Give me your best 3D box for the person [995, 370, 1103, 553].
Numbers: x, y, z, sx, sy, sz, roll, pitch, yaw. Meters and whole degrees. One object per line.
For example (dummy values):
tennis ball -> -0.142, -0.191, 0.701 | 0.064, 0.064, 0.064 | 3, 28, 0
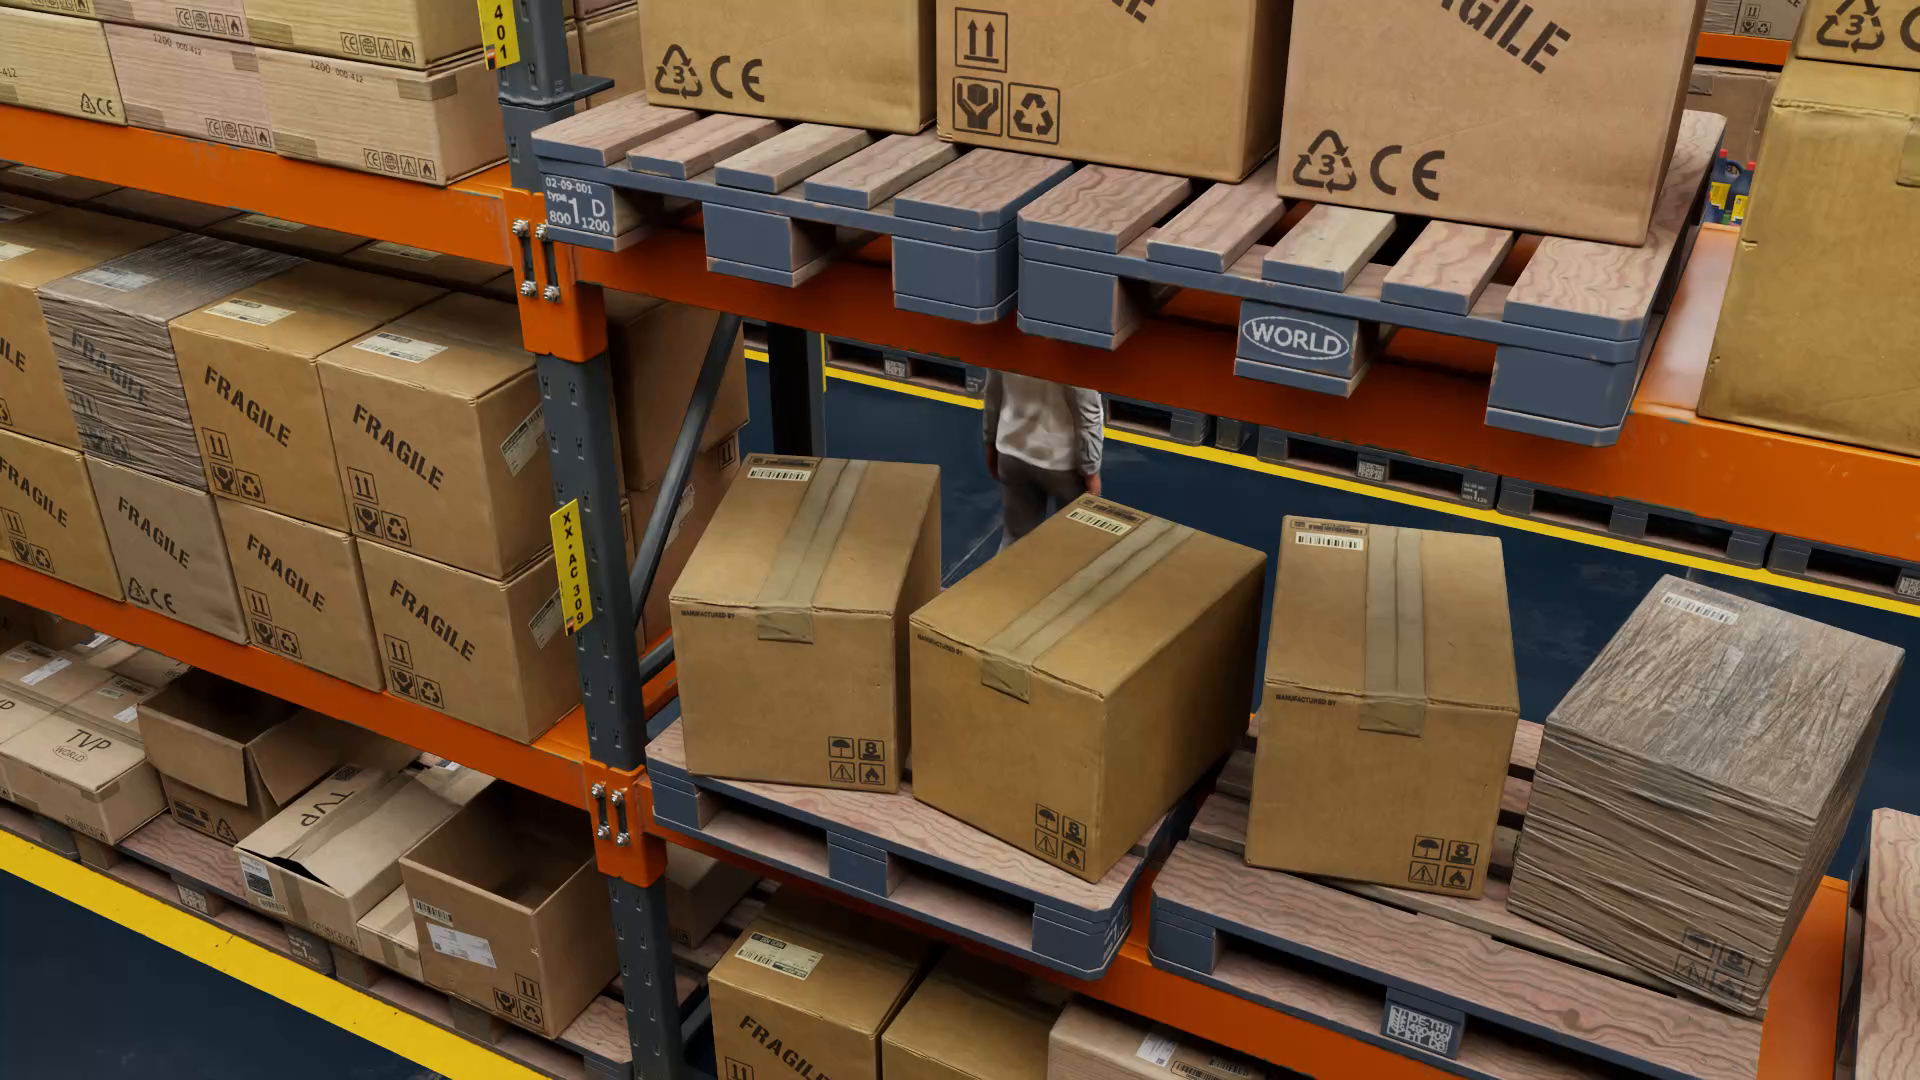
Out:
person -> 0.348, -0.273, 6.760 | 0.446, 1.470, 0.595 | 20, 35, 31
